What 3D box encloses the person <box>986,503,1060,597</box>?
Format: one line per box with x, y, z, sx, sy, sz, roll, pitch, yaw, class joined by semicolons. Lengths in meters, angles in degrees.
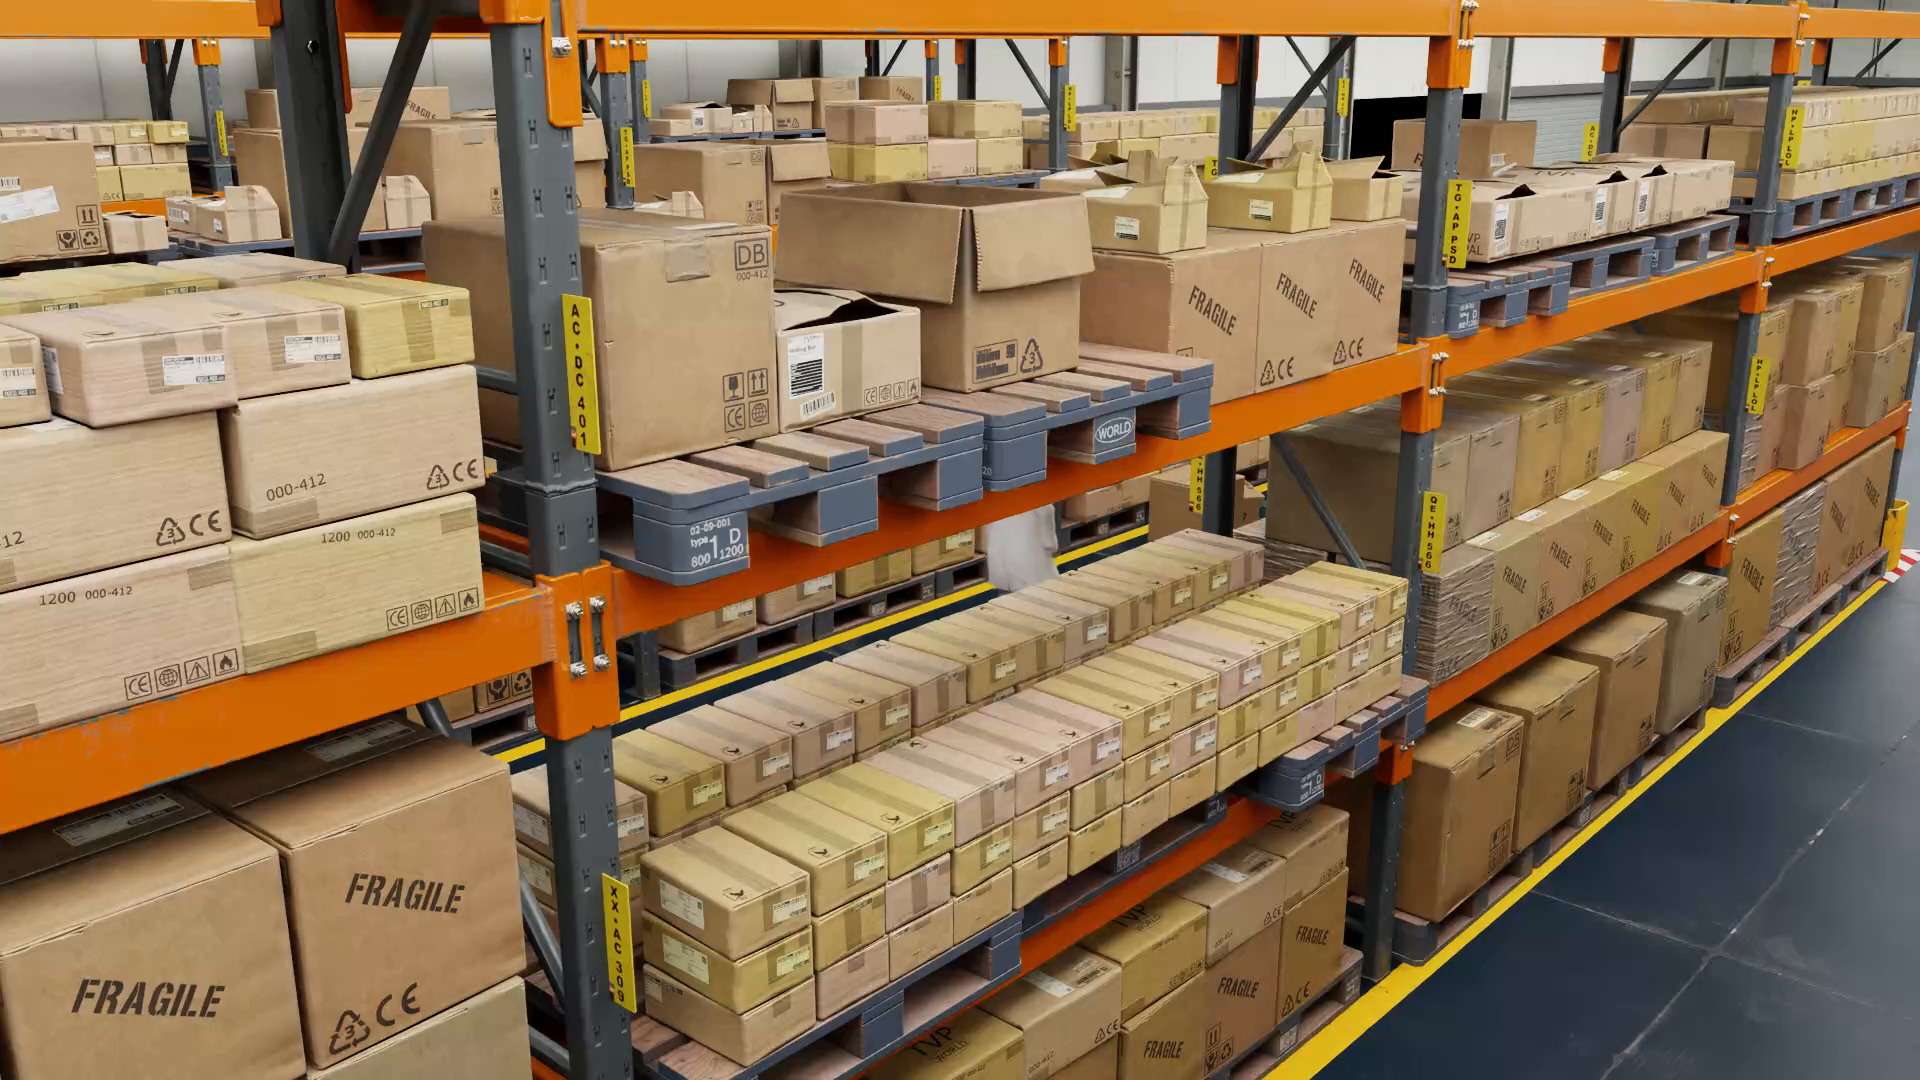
0.369;0.056;10.444;0.579;1.752;0.390;15;22;41;person
